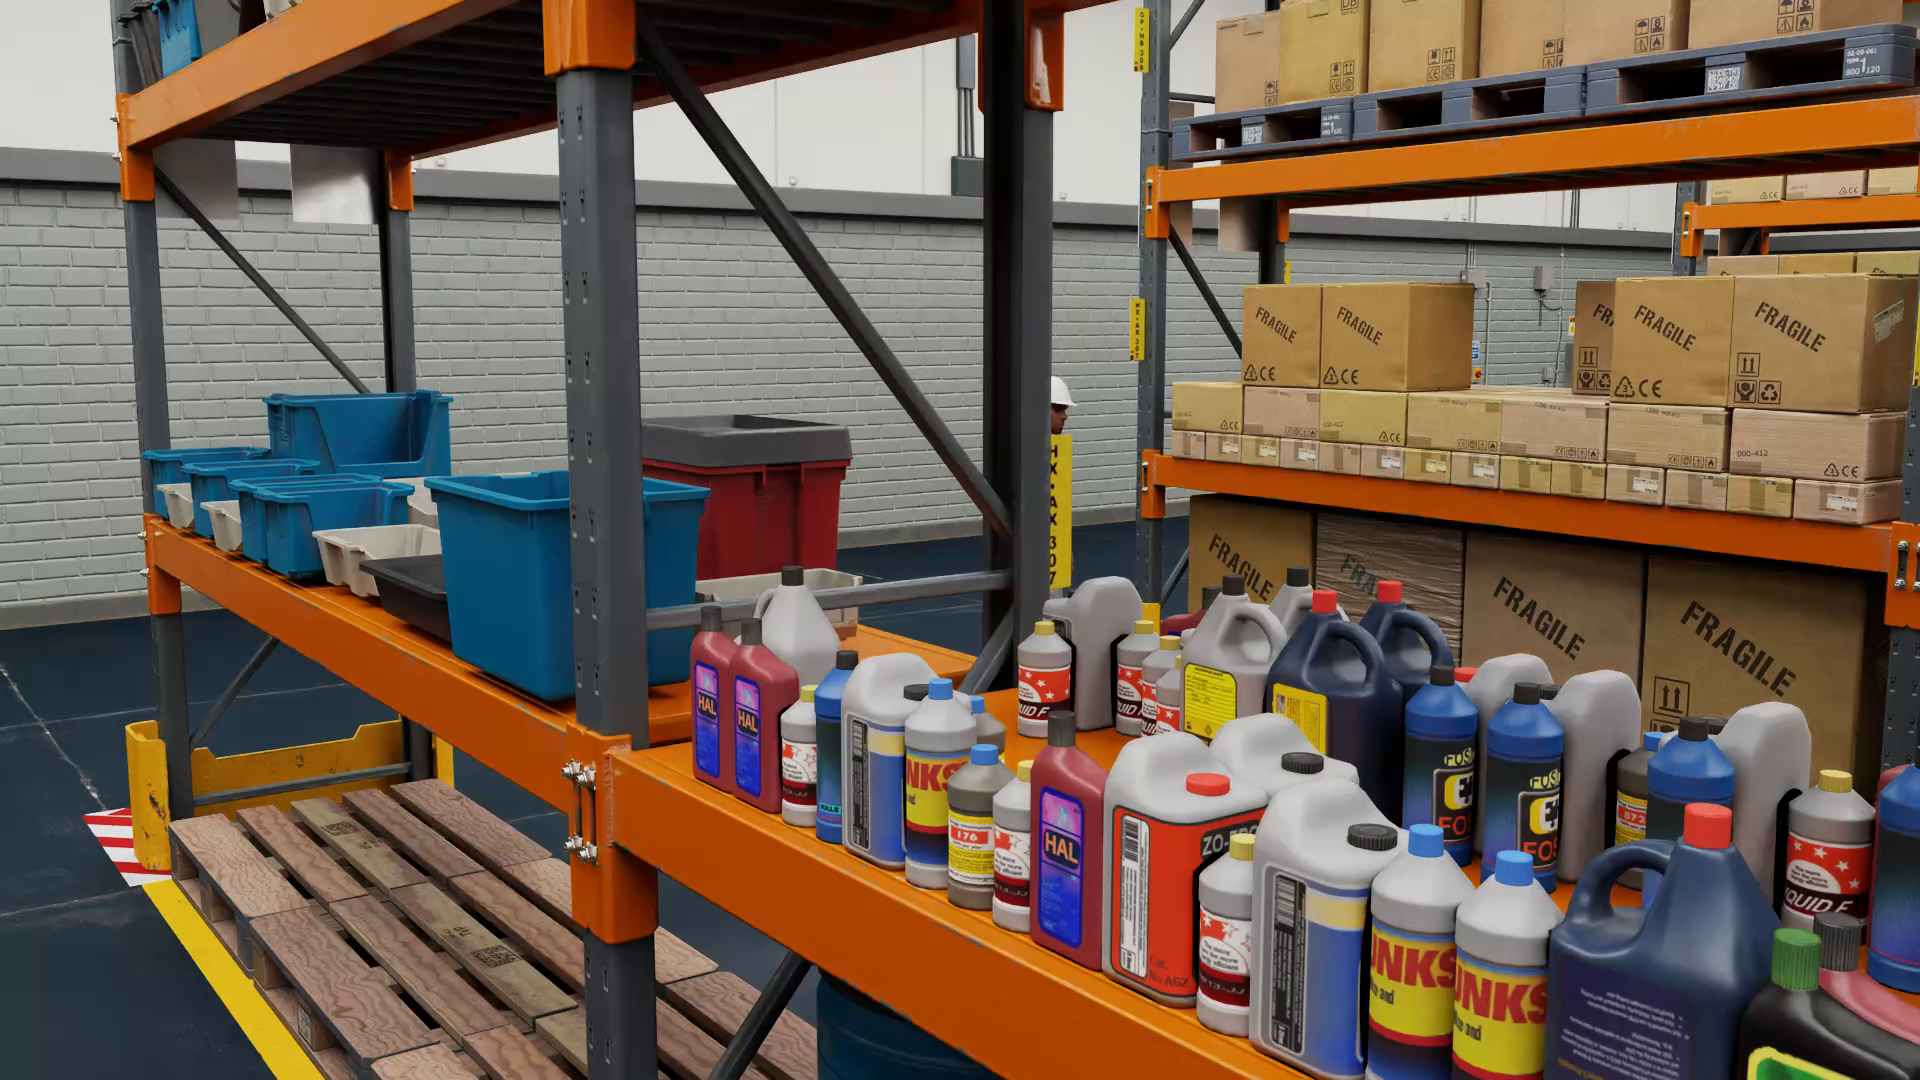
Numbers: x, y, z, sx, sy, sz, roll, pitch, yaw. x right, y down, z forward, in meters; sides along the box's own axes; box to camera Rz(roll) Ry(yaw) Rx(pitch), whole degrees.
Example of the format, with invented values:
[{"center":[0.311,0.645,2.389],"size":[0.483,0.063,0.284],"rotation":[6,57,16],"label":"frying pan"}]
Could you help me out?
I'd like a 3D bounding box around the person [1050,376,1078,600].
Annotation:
[{"center":[0.366,0.057,8.317],"size":[0.461,1.761,0.637],"rotation":[6,10,37],"label":"person"}]
